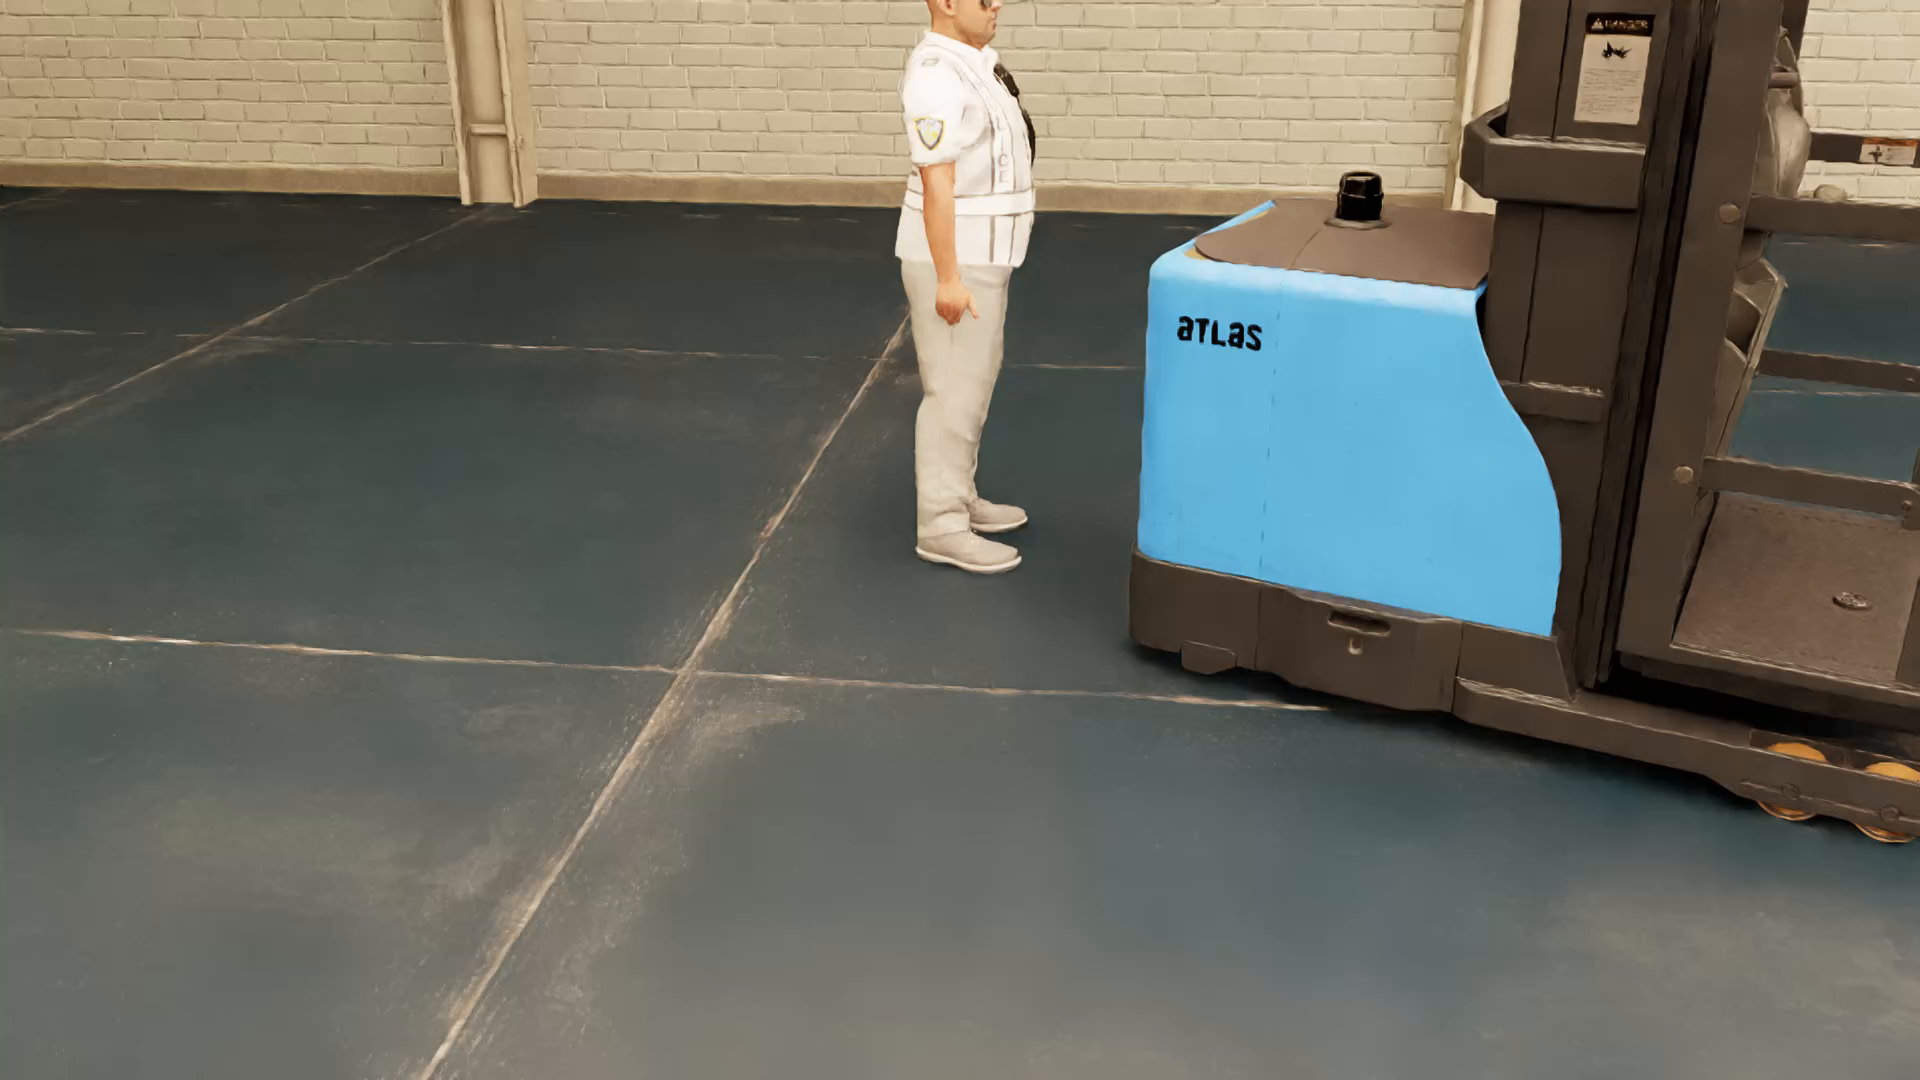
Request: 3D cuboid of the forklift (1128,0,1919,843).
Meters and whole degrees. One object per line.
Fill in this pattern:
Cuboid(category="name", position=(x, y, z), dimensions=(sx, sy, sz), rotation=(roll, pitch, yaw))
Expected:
Cuboid(category="forklift", position=(1.988, -0.938, 3.582), dimensions=(3.031, 2.935, 1.130), rotation=(11, 25, 26))

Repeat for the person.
Cuboid(category="person", position=(0.016, -0.821, 4.845), dimensions=(0.396, 1.773, 0.523), rotation=(3, 22, 7))
